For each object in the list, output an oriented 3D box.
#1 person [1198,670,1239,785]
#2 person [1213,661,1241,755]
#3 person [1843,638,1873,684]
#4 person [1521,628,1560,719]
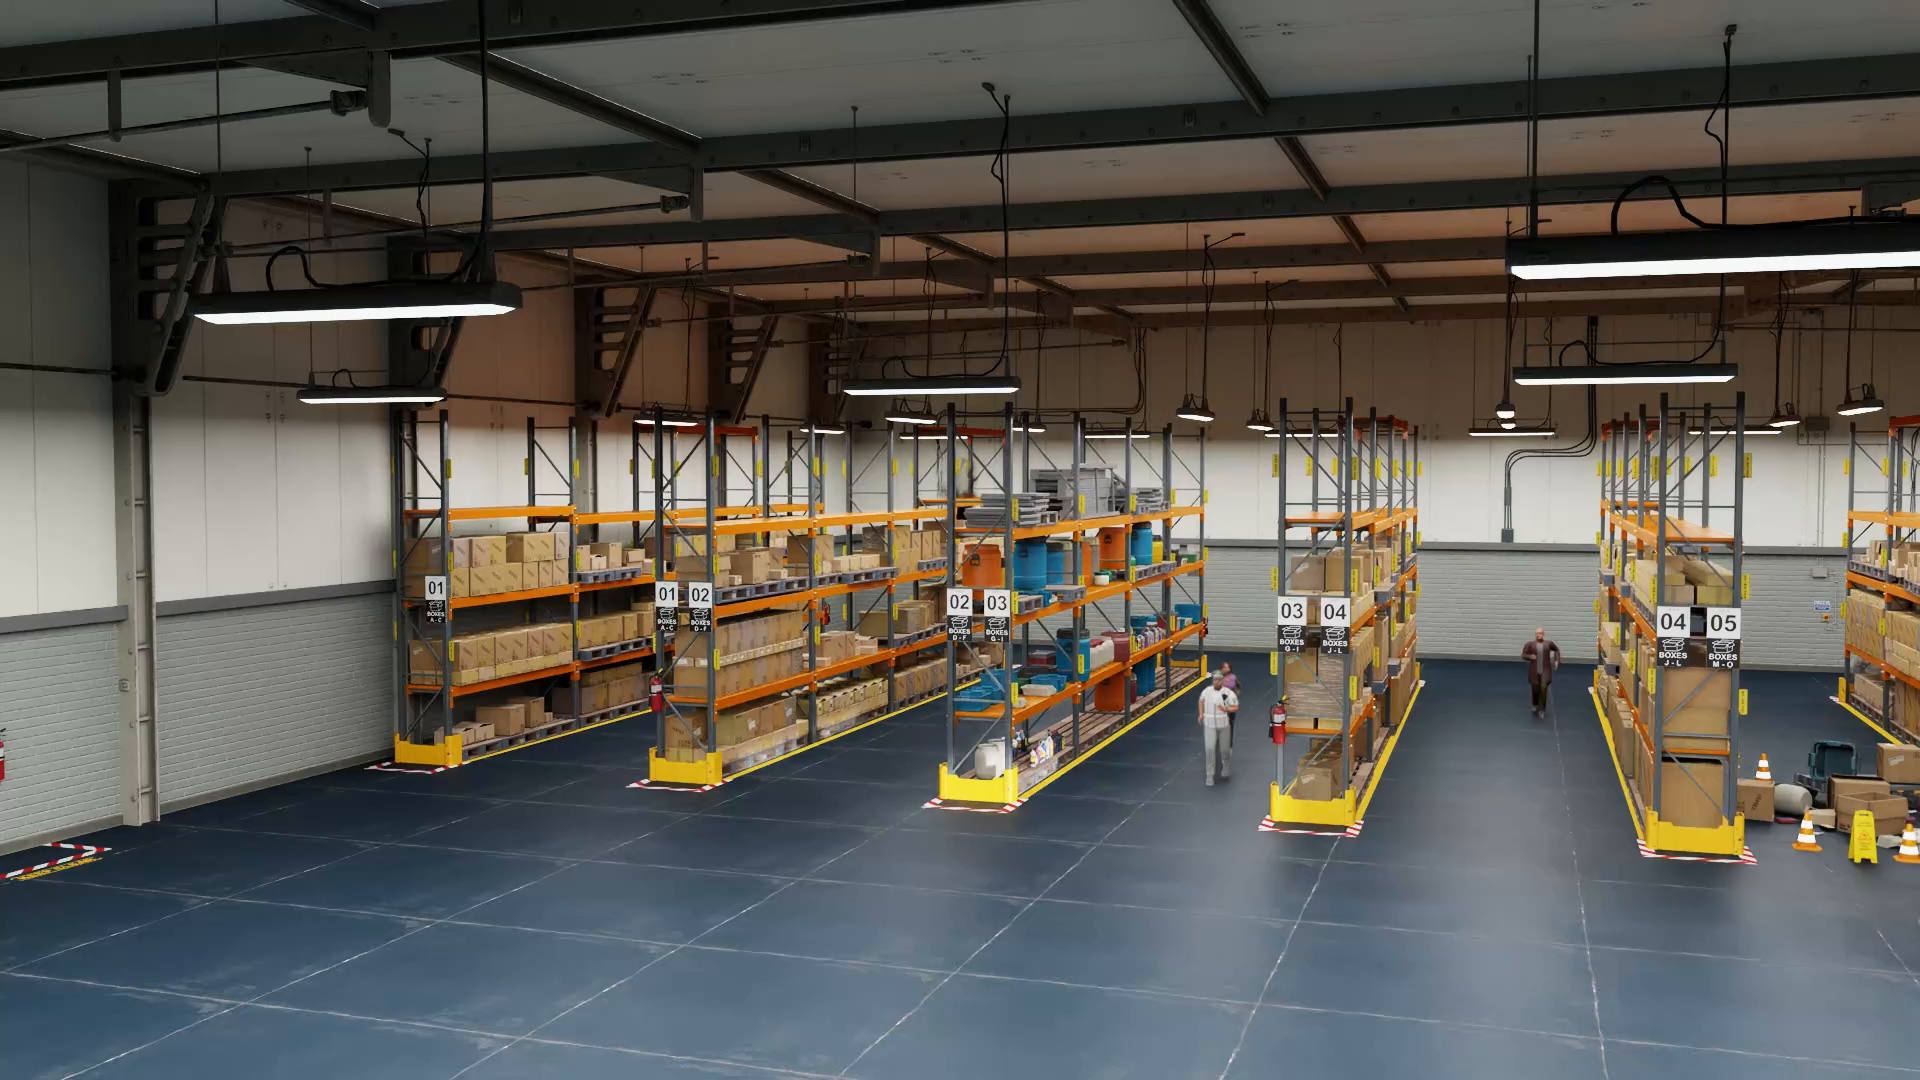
[{"bbox_3d":[4.110,2.953,26.515,0.662,1.771,0.986,1,3,15],"label":"person"},{"bbox_3d":[4.681,2.919,29.192,0.545,1.580,0.873,0,2,4],"label":"person"},{"bbox_3d":[19.903,2.560,36.676,0.766,1.804,0.672,1,3,25],"label":"person"},{"bbox_3d":[11.677,2.659,33.471,0.731,1.758,1.116,1,3,24],"label":"person"}]
